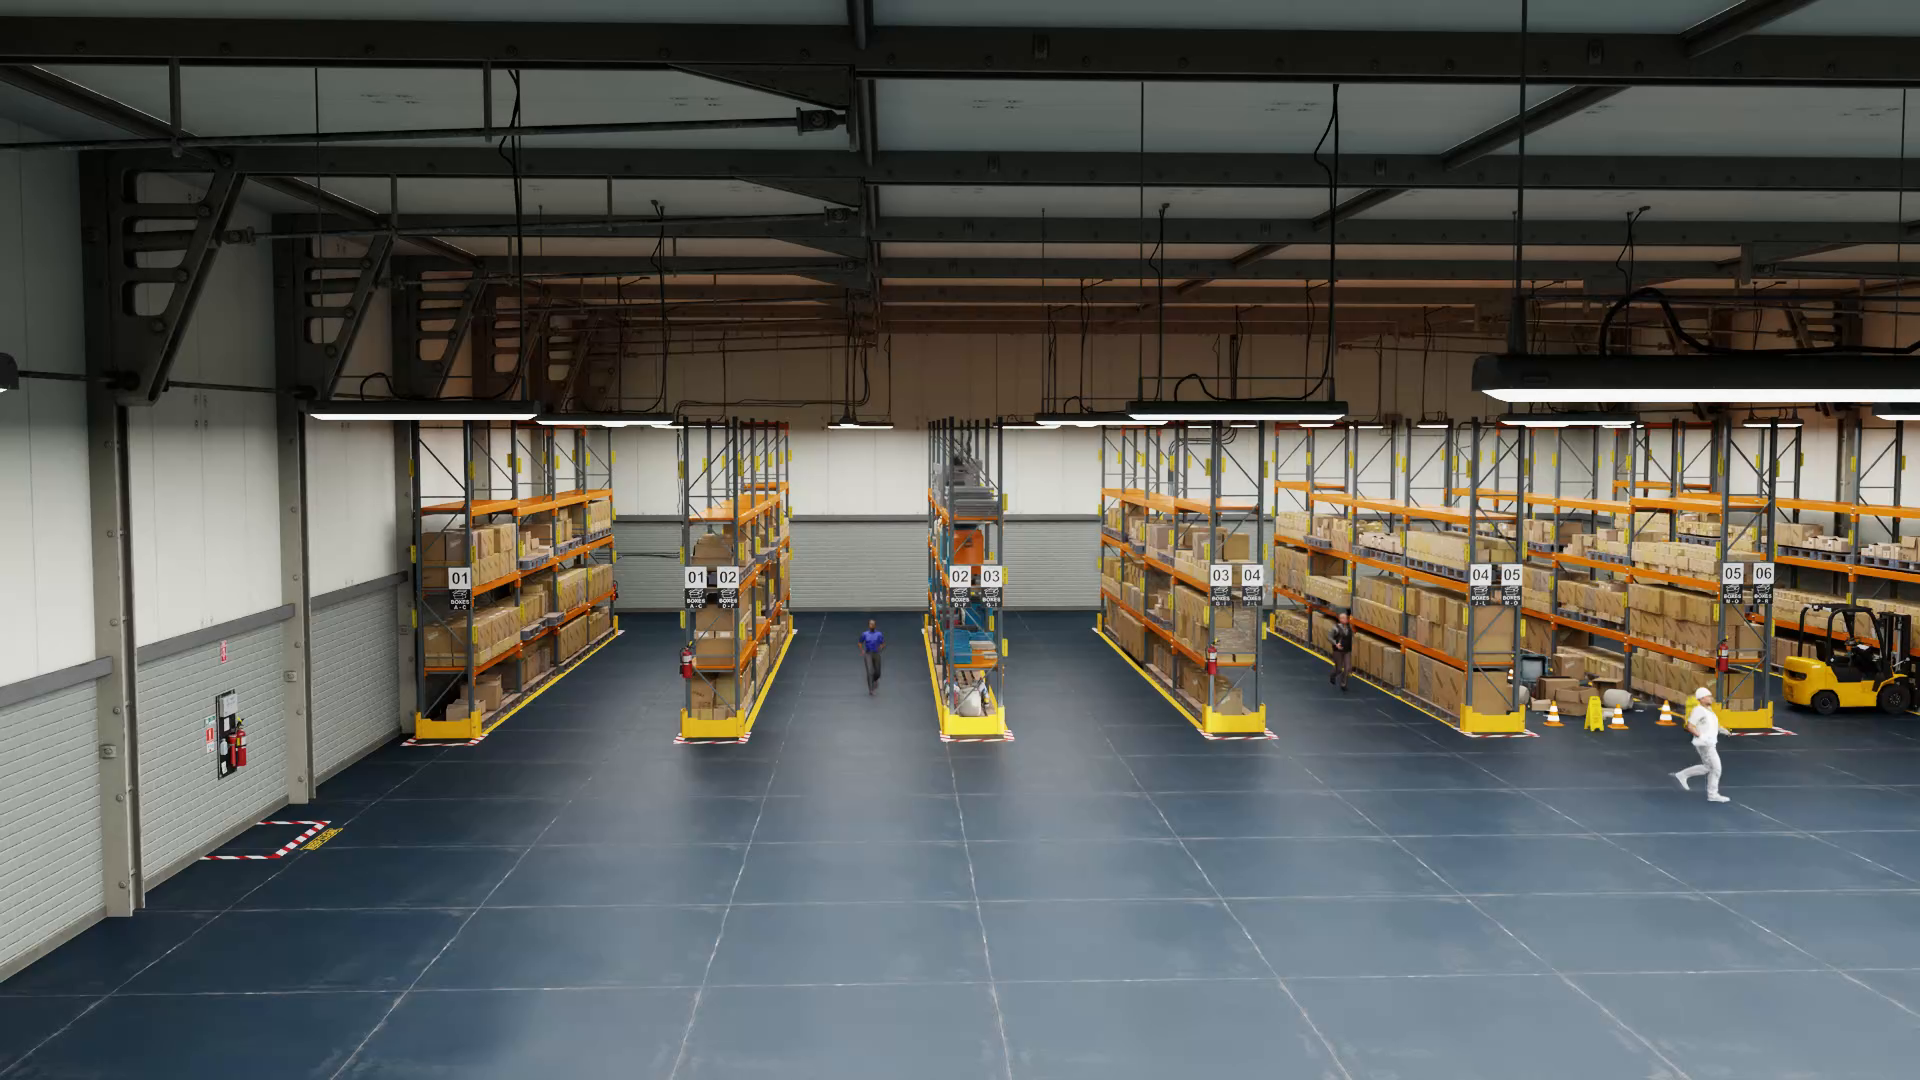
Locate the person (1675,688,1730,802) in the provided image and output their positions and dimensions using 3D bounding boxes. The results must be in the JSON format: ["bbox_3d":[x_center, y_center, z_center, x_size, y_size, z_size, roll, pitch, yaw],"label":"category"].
[{"bbox_3d":[11.528,3.165,25.809,0.826,1.750,0.696,3,5,36],"label":"person"}]

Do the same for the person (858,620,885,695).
[{"bbox_3d":[-1.929,2.544,36.328,0.584,1.613,0.749,-1,4,-9],"label":"person"}]

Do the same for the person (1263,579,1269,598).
[{"bbox_3d":[8.531,1.616,48.405,0.601,1.646,0.720,-3,5,-34],"label":"person"}]

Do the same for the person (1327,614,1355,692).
[{"bbox_3d":[8.447,2.473,36.787,0.657,1.697,0.752,-1,4,-12],"label":"person"}]
